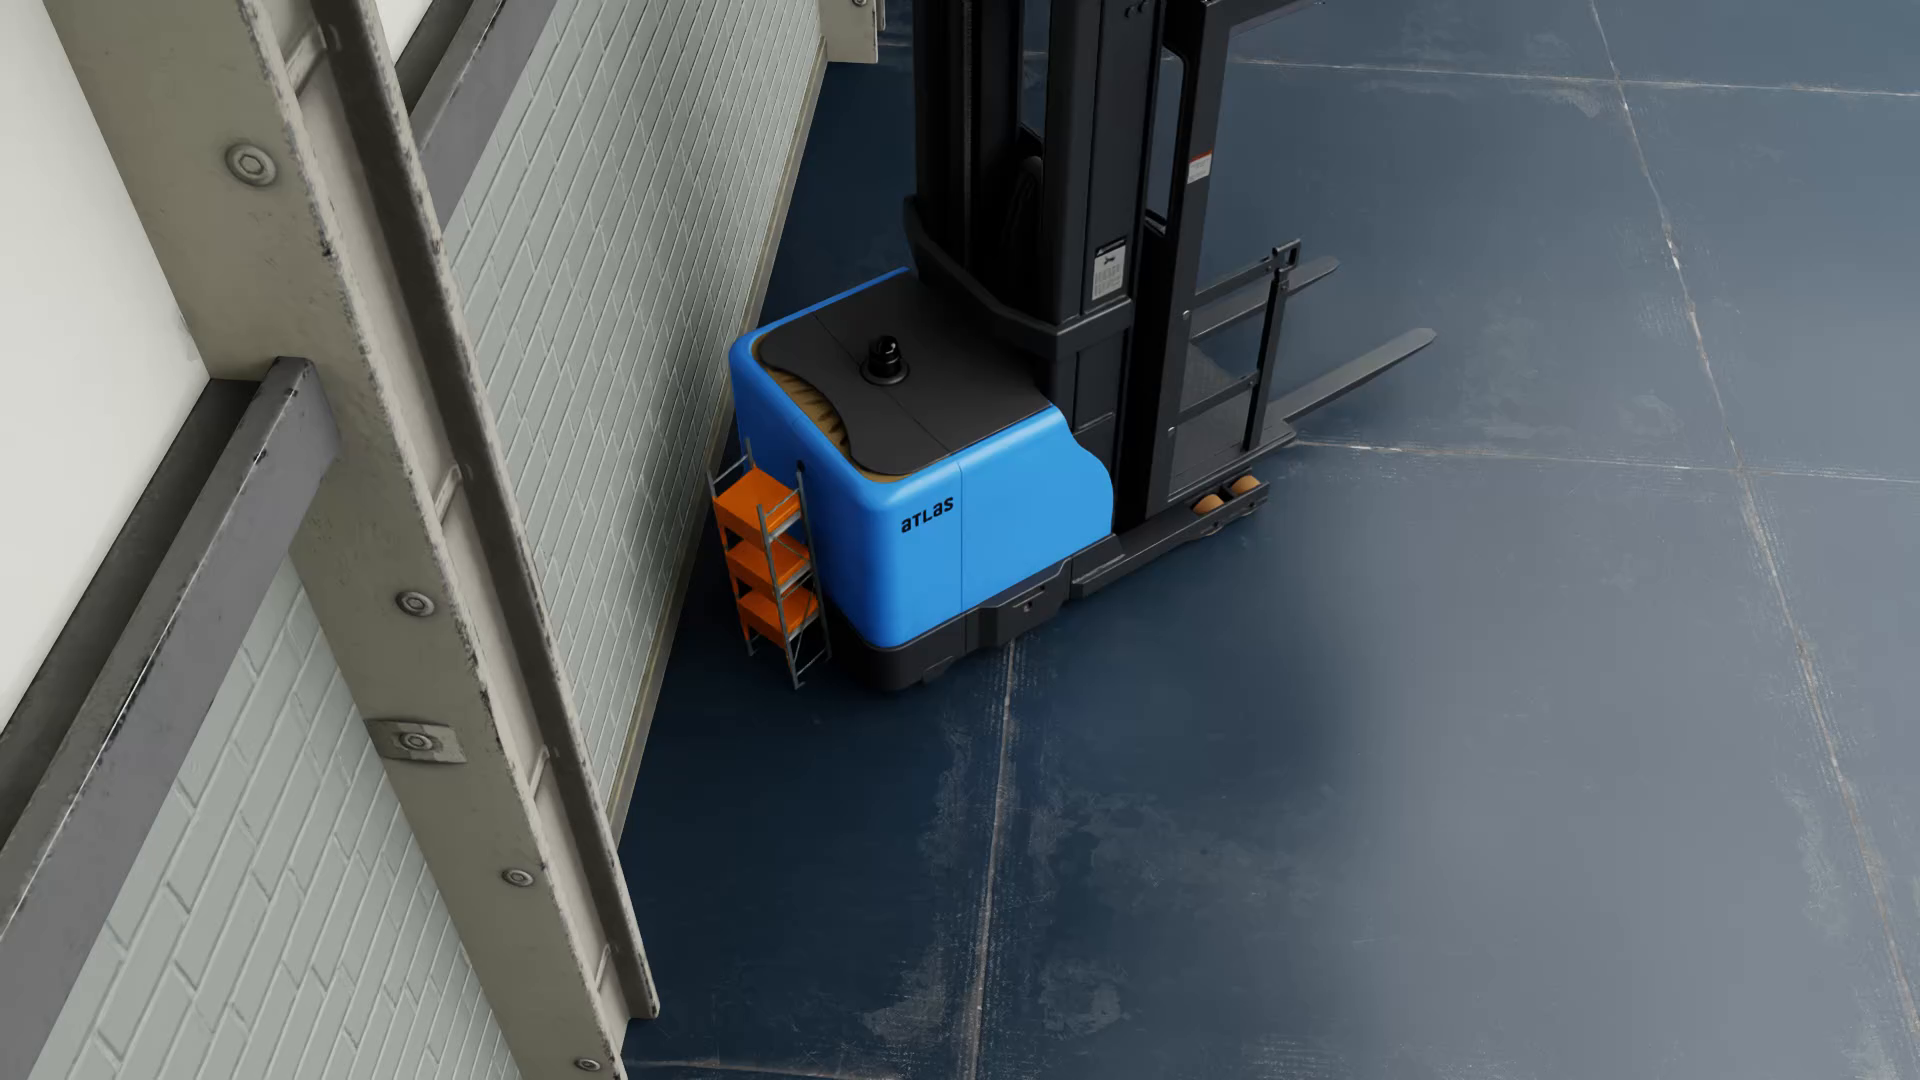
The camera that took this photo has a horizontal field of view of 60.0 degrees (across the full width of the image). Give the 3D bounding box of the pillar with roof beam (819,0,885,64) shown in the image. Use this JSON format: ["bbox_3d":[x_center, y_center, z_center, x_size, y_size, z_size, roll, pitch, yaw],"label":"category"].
[{"bbox_3d":[3.693,-5.525,5.705,9.100,9.000,0.400,4,48,4],"label":"pillar with roof beam"}]

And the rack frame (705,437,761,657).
[{"bbox_3d":[-0.760,0.048,5.986,0.008,1.050,0.200,32,59,26],"label":"rack frame"}]

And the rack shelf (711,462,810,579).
[{"bbox_3d":[-0.679,-0.067,5.722,0.240,0.259,0.215,32,59,26],"label":"rack shelf"}]

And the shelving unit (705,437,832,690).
[{"bbox_3d":[-0.668,0.107,5.932,0.252,1.050,0.215,32,59,26],"label":"shelving unit"}]

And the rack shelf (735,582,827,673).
[{"bbox_3d":[-0.656,0.291,6.153,0.240,0.259,0.215,32,59,26],"label":"rack shelf"}]

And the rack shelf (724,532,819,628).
[{"bbox_3d":[-0.667,0.114,5.940,0.240,0.259,0.215,32,59,26],"label":"rack shelf"}]

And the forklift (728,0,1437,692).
[{"bbox_3d":[0.655,-1.304,5.956,3.031,2.935,1.130,-27,53,-23],"label":"forklift"}]

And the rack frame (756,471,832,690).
[{"bbox_3d":[-0.575,0.166,5.878,0.008,1.050,0.200,32,59,26],"label":"rack frame"}]

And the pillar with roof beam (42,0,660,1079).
[{"bbox_3d":[3.146,-1.116,1.672,9.100,9.000,0.400,4,48,4],"label":"pillar with roof beam"}]
